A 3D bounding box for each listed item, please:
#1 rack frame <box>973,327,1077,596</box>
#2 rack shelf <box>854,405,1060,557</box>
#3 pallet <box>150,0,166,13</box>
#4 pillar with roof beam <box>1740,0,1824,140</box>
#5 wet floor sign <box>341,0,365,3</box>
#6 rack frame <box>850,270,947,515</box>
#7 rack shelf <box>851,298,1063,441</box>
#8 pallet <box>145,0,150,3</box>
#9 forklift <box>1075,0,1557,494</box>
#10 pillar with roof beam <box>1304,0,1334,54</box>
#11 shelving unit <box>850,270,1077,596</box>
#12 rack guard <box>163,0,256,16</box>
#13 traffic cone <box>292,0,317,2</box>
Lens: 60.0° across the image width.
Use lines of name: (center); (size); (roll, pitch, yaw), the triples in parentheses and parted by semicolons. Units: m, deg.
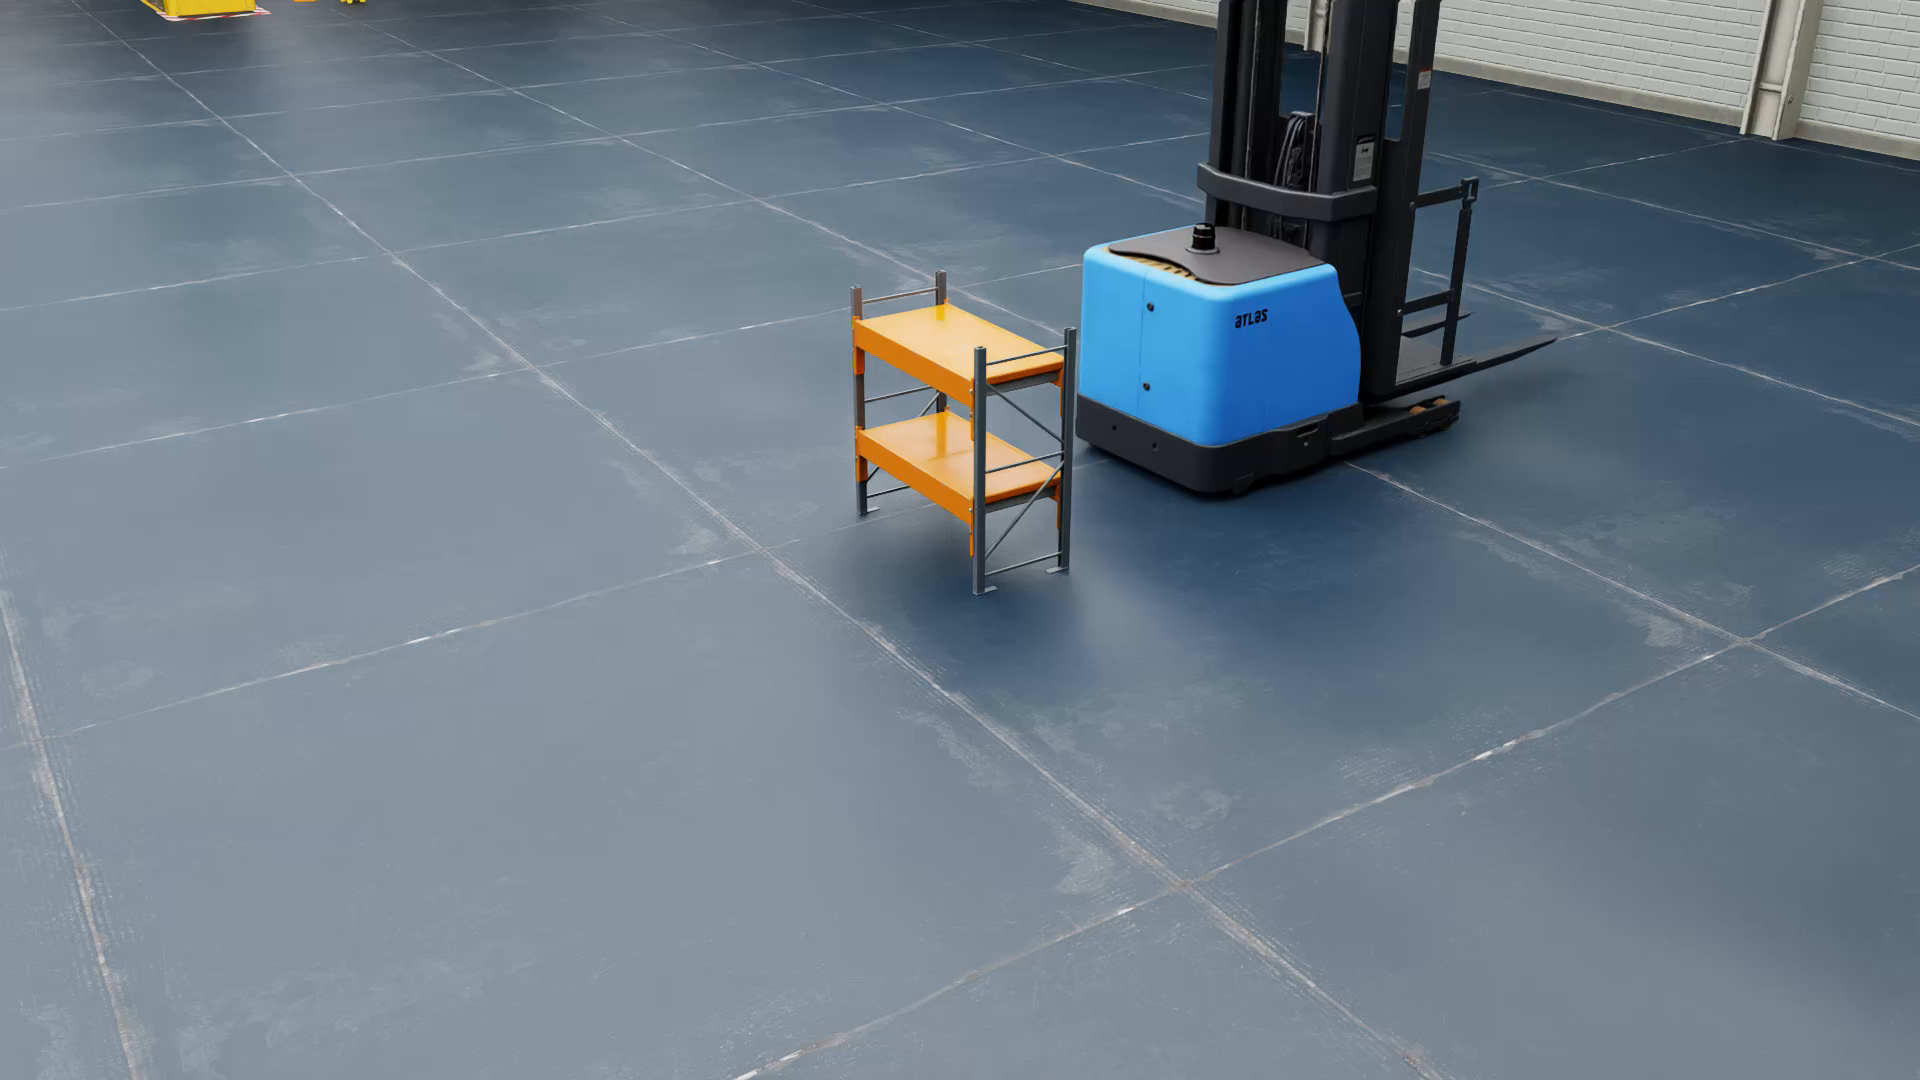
rack frame: (0.274, -0.329, 7.130); (0.500, 1.125, 0.032); (-16, 29, -30)
rack shelf: (-0.004, -0.290, 7.619); (0.538, 0.278, 1.000); (-16, 29, -30)
pallet: (-11.178, -7.895, 24.227); (1.003, 0.211, 1.213); (-16, 29, -30)
pillar with roof beam: (4.167, -6.967, 11.966); (9.100, 9.000, 0.400); (-16, 29, -30)
wet floor sign: (-9.001, -8.275, 24.522); (0.267, 0.644, 0.232); (-22, 33, -38)
rack frame: (-0.281, -0.693, 7.900); (0.500, 1.125, 0.032); (-16, 29, -30)
rack shelf: (-0.004, -0.776, 7.390); (0.538, 0.278, 1.000); (-16, 29, -30)
pallet: (-11.840, -8.331, 25.150); (1.003, 0.211, 1.213); (-16, 29, -30)
forklift: (2.089, -2.037, 8.631); (3.031, 2.935, 1.130); (-18, 31, -33)
pillar with roof beam: (0.892, -9.113, 16.512); (9.100, 9.000, 0.400); (-16, 29, -30)
shelving unit: (-0.004, -0.511, 7.515); (0.538, 1.125, 1.048); (-16, 29, -30)
rack guard: (-10.663, -7.749, 23.580); (1.175, 0.500, 0.348); (-16, 29, -30)
traffic cone: (-9.776, -8.262, 24.709); (0.336, 0.463, 0.334); (-16, 29, -30)
